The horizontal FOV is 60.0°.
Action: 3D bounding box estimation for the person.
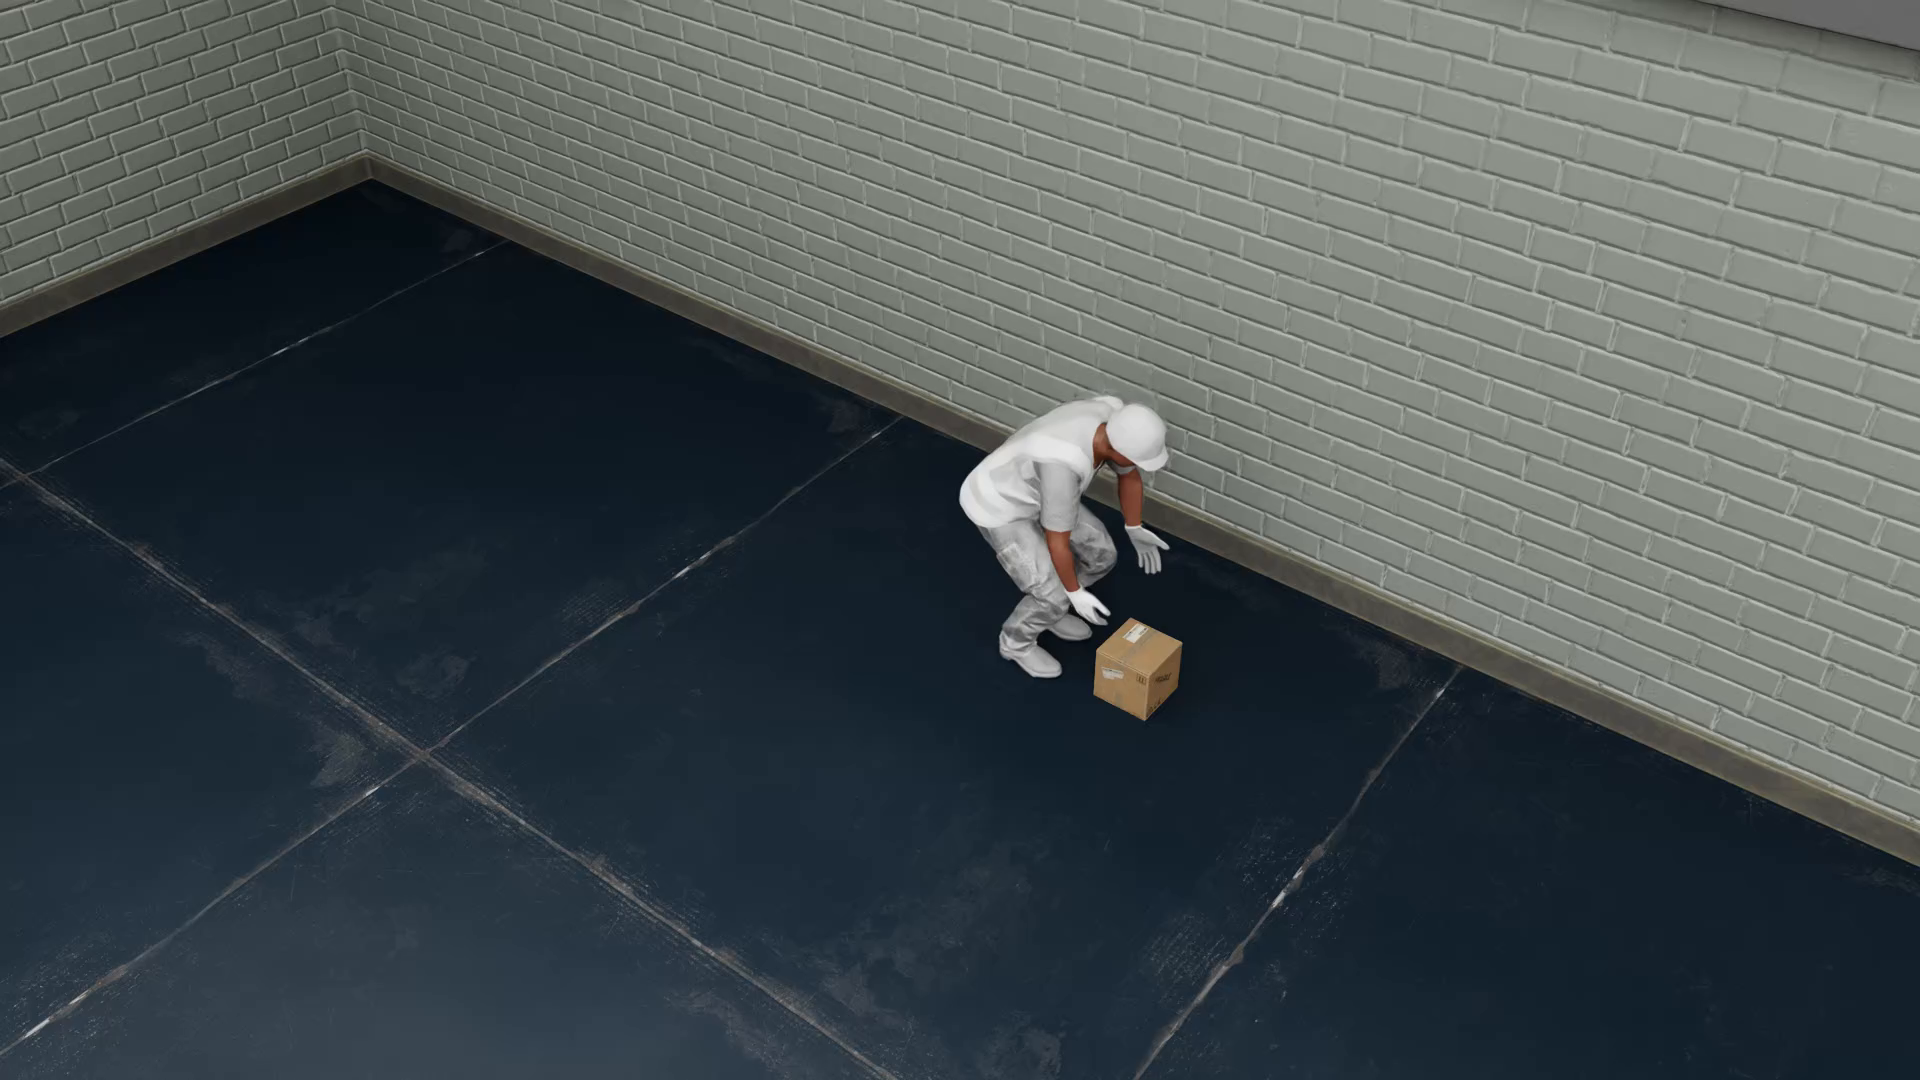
[{"bbox_3d":[0.418,-0.077,6.608,0.816,1.319,0.611,26,45,28],"label":"person"}]
